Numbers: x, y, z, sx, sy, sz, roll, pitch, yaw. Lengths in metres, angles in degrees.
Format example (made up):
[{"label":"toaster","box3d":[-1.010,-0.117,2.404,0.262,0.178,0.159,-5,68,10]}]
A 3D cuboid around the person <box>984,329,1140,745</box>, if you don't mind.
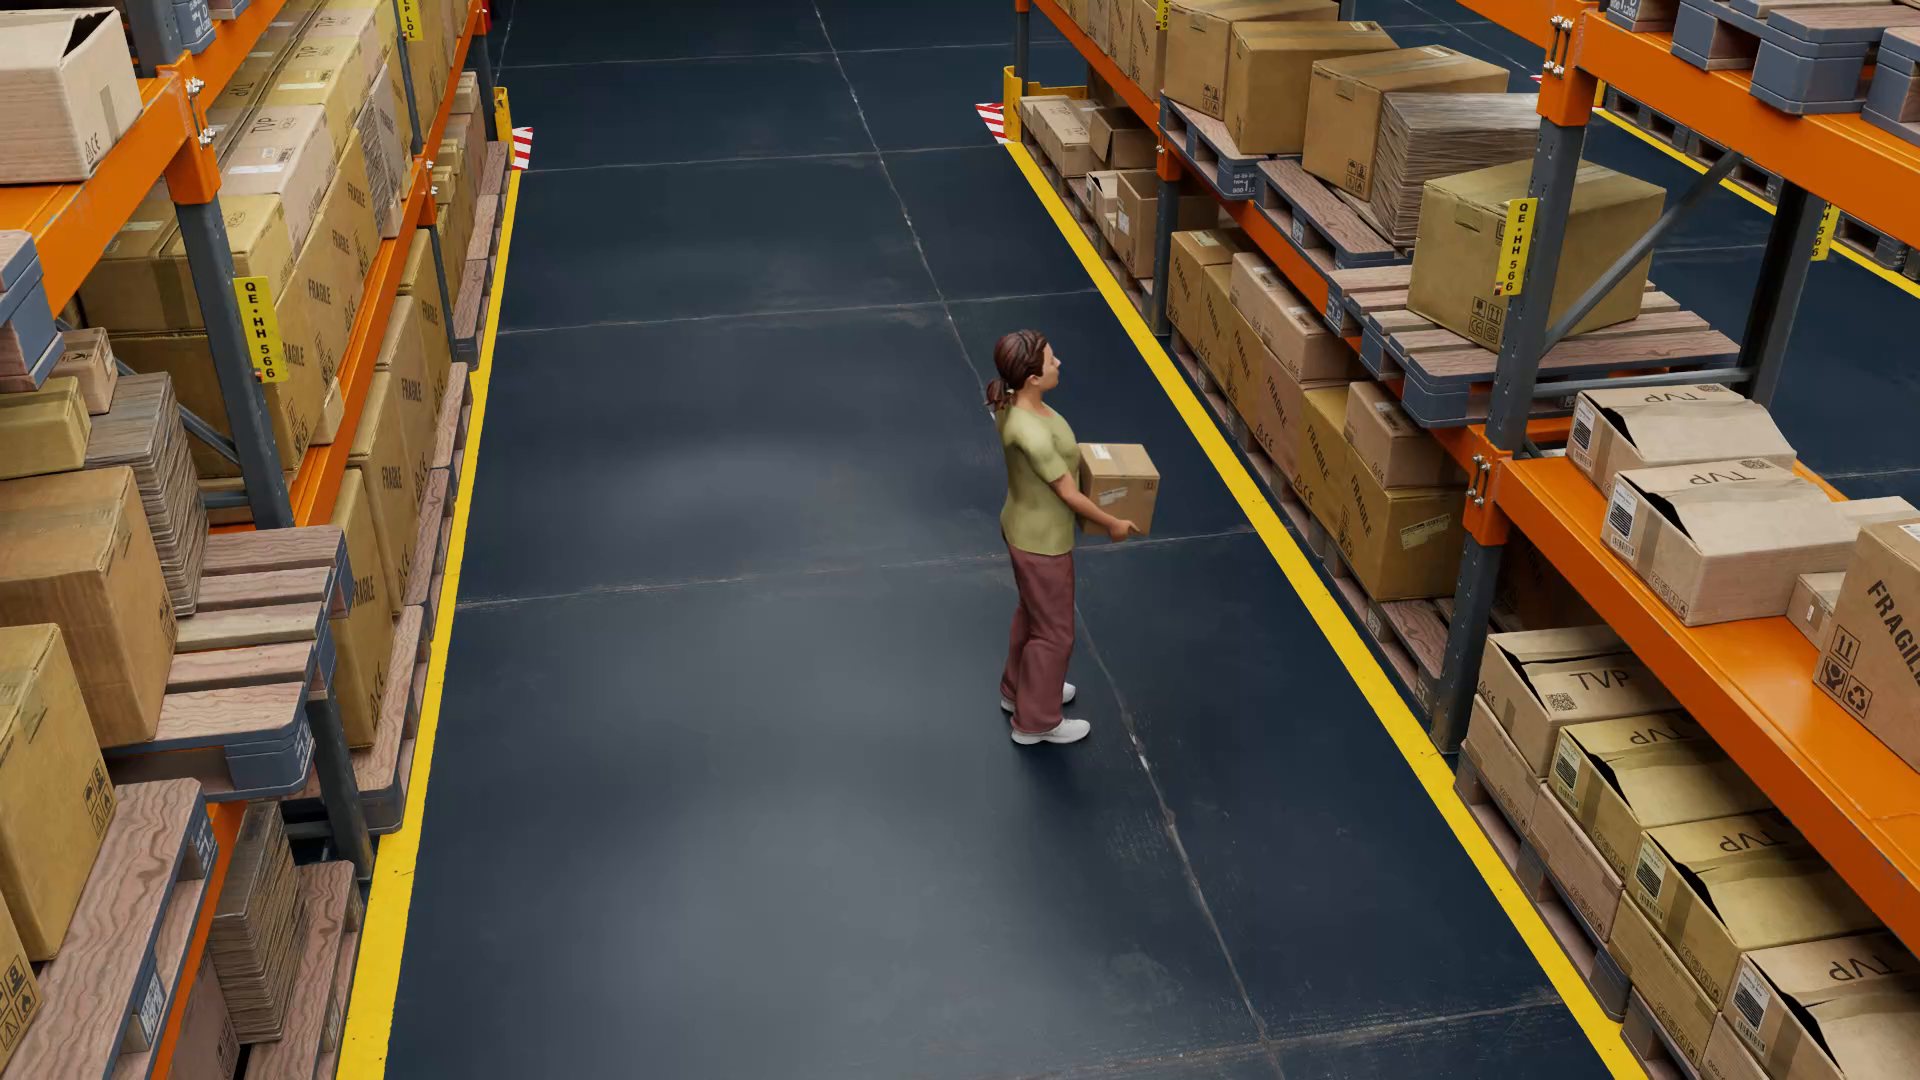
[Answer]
[{"label":"person","box3d":[0.375,0.097,6.233,0.518,1.405,0.426,-5,31,-8]}]
